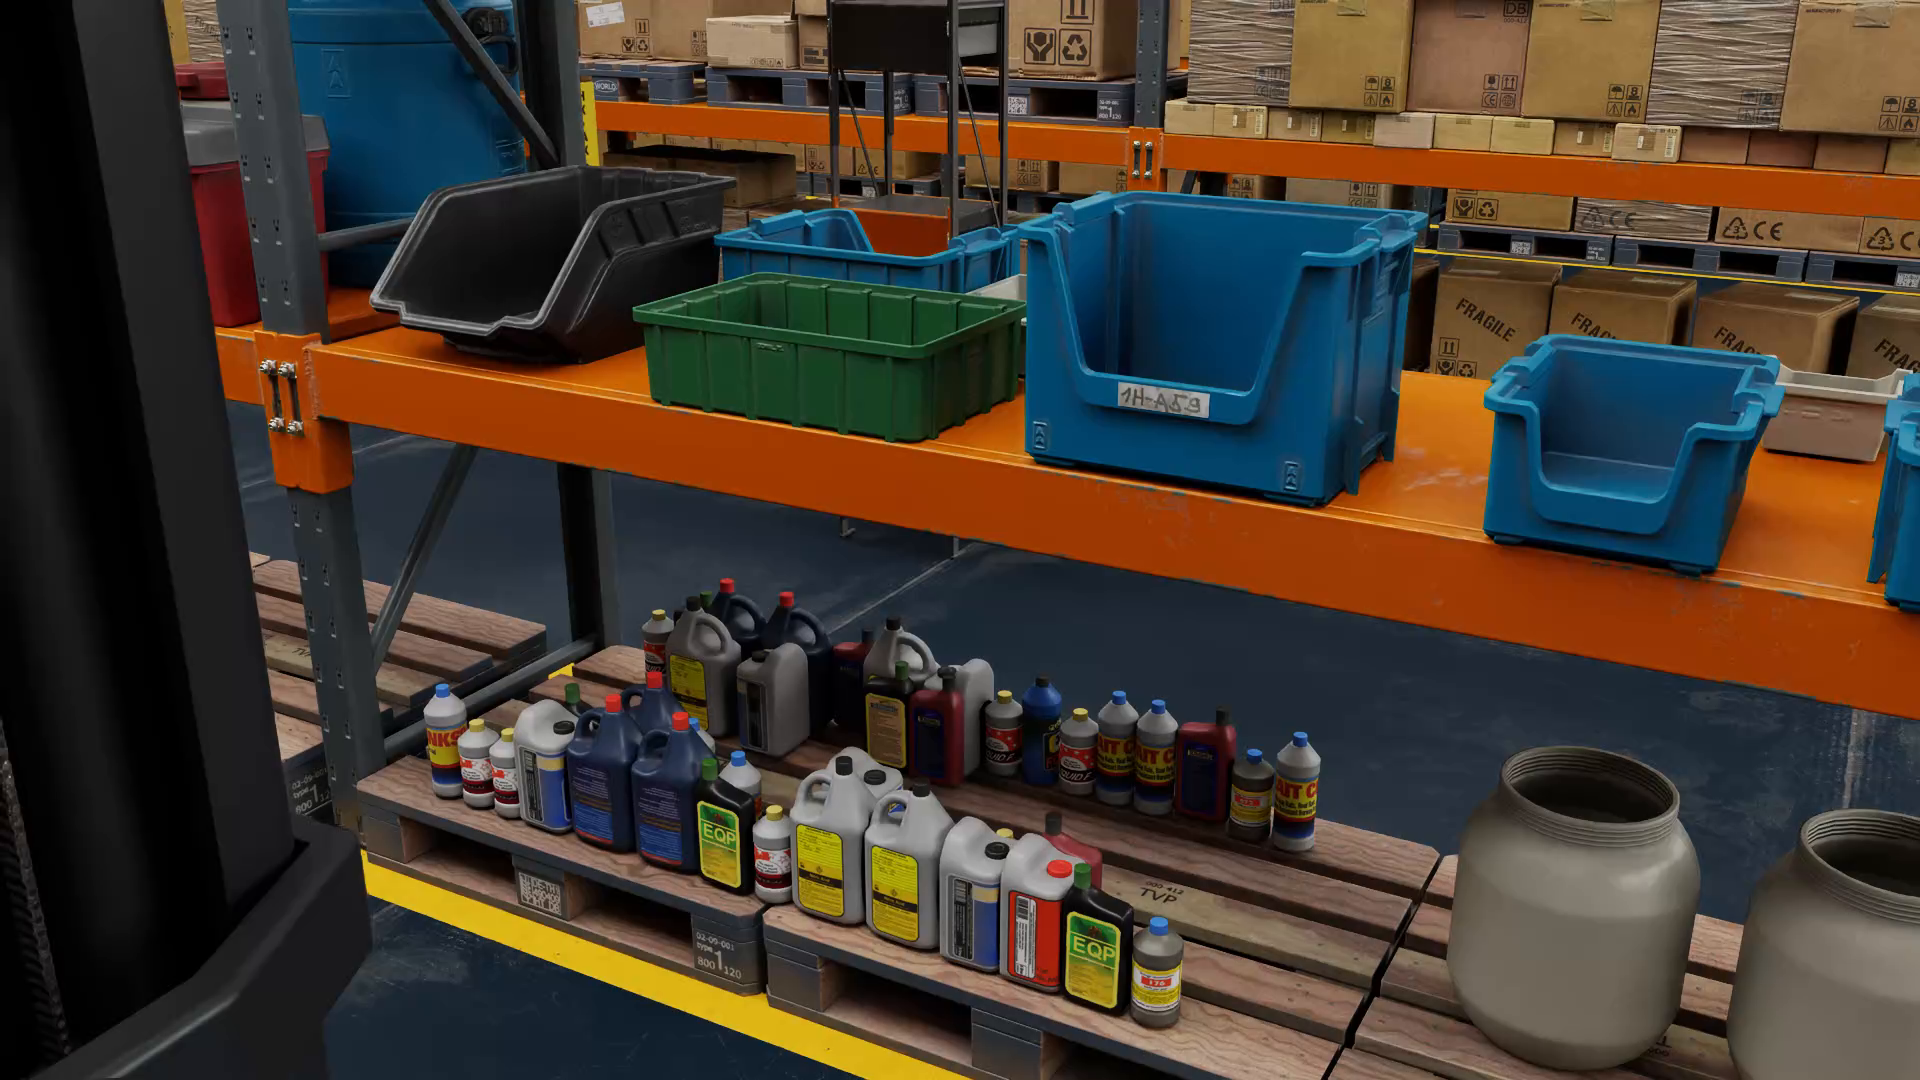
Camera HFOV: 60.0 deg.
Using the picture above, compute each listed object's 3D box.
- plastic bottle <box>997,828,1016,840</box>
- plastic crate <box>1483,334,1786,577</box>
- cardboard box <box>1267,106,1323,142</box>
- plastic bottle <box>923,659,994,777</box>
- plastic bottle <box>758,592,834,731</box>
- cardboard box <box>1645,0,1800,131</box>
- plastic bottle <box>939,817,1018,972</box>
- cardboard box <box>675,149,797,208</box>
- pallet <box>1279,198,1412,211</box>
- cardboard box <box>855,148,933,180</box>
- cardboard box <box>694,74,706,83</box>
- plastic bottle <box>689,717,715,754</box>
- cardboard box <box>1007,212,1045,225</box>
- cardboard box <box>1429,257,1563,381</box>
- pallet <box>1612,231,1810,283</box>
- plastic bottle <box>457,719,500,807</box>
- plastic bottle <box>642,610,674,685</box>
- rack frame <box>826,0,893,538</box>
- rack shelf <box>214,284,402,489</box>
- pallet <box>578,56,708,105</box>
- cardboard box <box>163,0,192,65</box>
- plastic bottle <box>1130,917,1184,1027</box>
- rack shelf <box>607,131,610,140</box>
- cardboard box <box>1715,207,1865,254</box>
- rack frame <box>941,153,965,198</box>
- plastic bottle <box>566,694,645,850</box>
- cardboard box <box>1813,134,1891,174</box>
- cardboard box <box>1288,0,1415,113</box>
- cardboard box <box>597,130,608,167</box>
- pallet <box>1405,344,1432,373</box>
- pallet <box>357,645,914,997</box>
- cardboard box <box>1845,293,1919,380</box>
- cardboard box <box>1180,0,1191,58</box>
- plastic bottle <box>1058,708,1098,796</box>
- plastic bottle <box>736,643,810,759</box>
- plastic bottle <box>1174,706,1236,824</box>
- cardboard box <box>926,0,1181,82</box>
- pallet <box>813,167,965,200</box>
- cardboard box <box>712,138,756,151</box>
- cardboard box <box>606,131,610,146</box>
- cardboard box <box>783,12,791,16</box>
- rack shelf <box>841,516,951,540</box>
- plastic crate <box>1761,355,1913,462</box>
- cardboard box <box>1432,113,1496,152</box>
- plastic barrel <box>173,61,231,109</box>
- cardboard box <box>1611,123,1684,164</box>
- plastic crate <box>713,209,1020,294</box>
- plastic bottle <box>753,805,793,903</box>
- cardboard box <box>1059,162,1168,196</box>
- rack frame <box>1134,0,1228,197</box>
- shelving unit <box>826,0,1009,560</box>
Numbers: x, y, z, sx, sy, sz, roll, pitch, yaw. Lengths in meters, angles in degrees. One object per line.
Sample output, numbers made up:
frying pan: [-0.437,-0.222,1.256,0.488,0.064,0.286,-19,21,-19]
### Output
plastic bottle: [0.093,0.702,3.488,0.097,0.201,0.097,0,20,0]
plastic crate: [1.046,-0.152,2.603,0.408,0.251,0.499,11,23,27]
cardboard box: [1.601,-1.935,7.670,0.250,0.149,0.380,11,23,27]
plastic bottle: [-0.007,0.426,4.142,0.135,0.276,0.152,11,23,28]
plastic bottle: [-0.429,0.309,4.355,0.185,0.351,0.144,10,22,25]
cardboard box: [3.231,-2.022,6.959,0.500,0.500,0.875,11,23,27]
plastic bottle: [0.048,0.708,3.365,0.135,0.276,0.152,10,22,26]
cardboard box: [-1.308,-2.119,9.730,0.500,0.250,0.500,14,24,33]
pallet: [2.913,-2.512,12.982,1.213,0.211,1.003,11,23,27]
cardboard box: [-0.570,-3.437,14.490,0.500,0.500,0.500,11,23,27]
cardboard box: [-2.378,-4.133,15.311,0.500,0.250,0.500,11,23,29]
plastic bottle: [-0.611,0.539,3.837,0.097,0.271,0.097,0,20,0]
cardboard box: [0.184,-1.483,9.075,0.500,0.500,0.700,11,22,27]
cardboard box: [2.530,-1.029,7.852,0.500,0.500,0.500,9,22,23]
pallet: [5.319,-2.054,11.719,1.213,0.211,1.003,11,23,27]
plastic bottle: [-1.146,0.526,3.975,0.097,0.201,0.097,0,20,0]
plastic bottle: [-0.830,0.293,4.617,0.097,0.201,0.097,0,20,0]
rack frame: [-0.358,-1.055,6.195,0.015,2.100,0.400,11,23,27]
rack shelf: [-3.045,-0.778,5.165,4.000,0.370,1.077,11,23,27]
pallet: [-1.701,-2.746,9.817,1.003,0.211,1.213,11,23,27]
cardboard box: [-5.148,-3.401,11.195,0.500,0.500,0.500,11,23,27]
plastic bottle: [0.376,0.816,3.176,0.097,0.201,0.097,0,20,0]
rack shelf: [-4.121,-2.917,11.063,4.000,0.370,1.077,11,23,27]
cardboard box: [5.722,-2.490,11.330,0.875,0.875,0.875,10,22,26]
rack frame: [0.132,-4.383,14.048,0.127,3.000,1.000,11,23,27]
plastic bottle: [-0.797,0.513,3.791,0.185,0.351,0.144,11,23,29]
cardboard box: [3.587,-1.574,6.675,0.250,0.149,0.380,11,23,27]
cardboard box: [1.899,-2.258,7.607,0.500,0.500,0.875,11,23,27]
cardboard box: [-2.968,-2.242,10.648,0.875,0.875,1.225,10,22,25]
pallet: [1.720,-0.846,8.387,1.213,0.211,1.003,11,23,27]
pallet: [-0.733,0.652,4.259,1.213,0.211,1.003,11,23,27]
cardboard box: [4.072,-0.724,7.011,0.500,0.500,0.500,16,25,37]
cardboard box: [1.711,-4.023,12.911,0.500,0.500,0.500,11,22,27]
plastic bottle: [0.289,0.506,4.029,0.097,0.201,0.097,0,20,0]
plastic bottle: [-0.479,0.392,4.235,0.135,0.276,0.152,11,23,27]
plastic bottle: [0.574,0.515,3.885,0.133,0.283,0.061,11,23,28]
cardboard box: [0.491,-2.911,8.495,1.000,1.000,1.000,11,23,28]
pallet: [-0.550,-3.202,14.883,1.213,0.211,1.003,11,23,27]
cardboard box: [-1.918,-3.698,15.210,0.500,0.500,0.500,11,23,28]
cardboard box: [-3.522,-4.061,16.727,0.250,0.149,0.380,10,22,25]
cardboard box: [-0.788,-2.860,9.432,0.258,0.266,0.396,10,22,26]
rack shelf: [-0.145,-0.344,6.326,0.480,0.518,0.431,11,23,27]
plastic crate: [1.569,-0.239,3.011,0.250,0.136,0.298,11,23,27]
cardboard box: [2.261,-1.814,7.335,0.250,0.149,0.380,11,23,27]
plastic barrel: [-2.027,-1.071,4.721,0.433,0.535,0.433,0,20,0]
cardboard box: [2.898,-1.678,6.962,0.250,0.149,0.380,11,23,27]
plastic crate: [-0.200,-0.610,3.866,0.616,0.251,0.499,11,23,27]
plastic bottle: [-0.396,0.669,3.581,0.097,0.201,0.097,0,20,0]
cardboard box: [1.384,-3.250,13.609,0.750,0.750,1.050,11,23,28]
rack frame: [1.117,-2.258,8.190,0.127,3.000,1.000,11,23,27]
shelving unit: [-0.145,-1.015,6.083,0.503,2.100,0.431,11,23,27]
